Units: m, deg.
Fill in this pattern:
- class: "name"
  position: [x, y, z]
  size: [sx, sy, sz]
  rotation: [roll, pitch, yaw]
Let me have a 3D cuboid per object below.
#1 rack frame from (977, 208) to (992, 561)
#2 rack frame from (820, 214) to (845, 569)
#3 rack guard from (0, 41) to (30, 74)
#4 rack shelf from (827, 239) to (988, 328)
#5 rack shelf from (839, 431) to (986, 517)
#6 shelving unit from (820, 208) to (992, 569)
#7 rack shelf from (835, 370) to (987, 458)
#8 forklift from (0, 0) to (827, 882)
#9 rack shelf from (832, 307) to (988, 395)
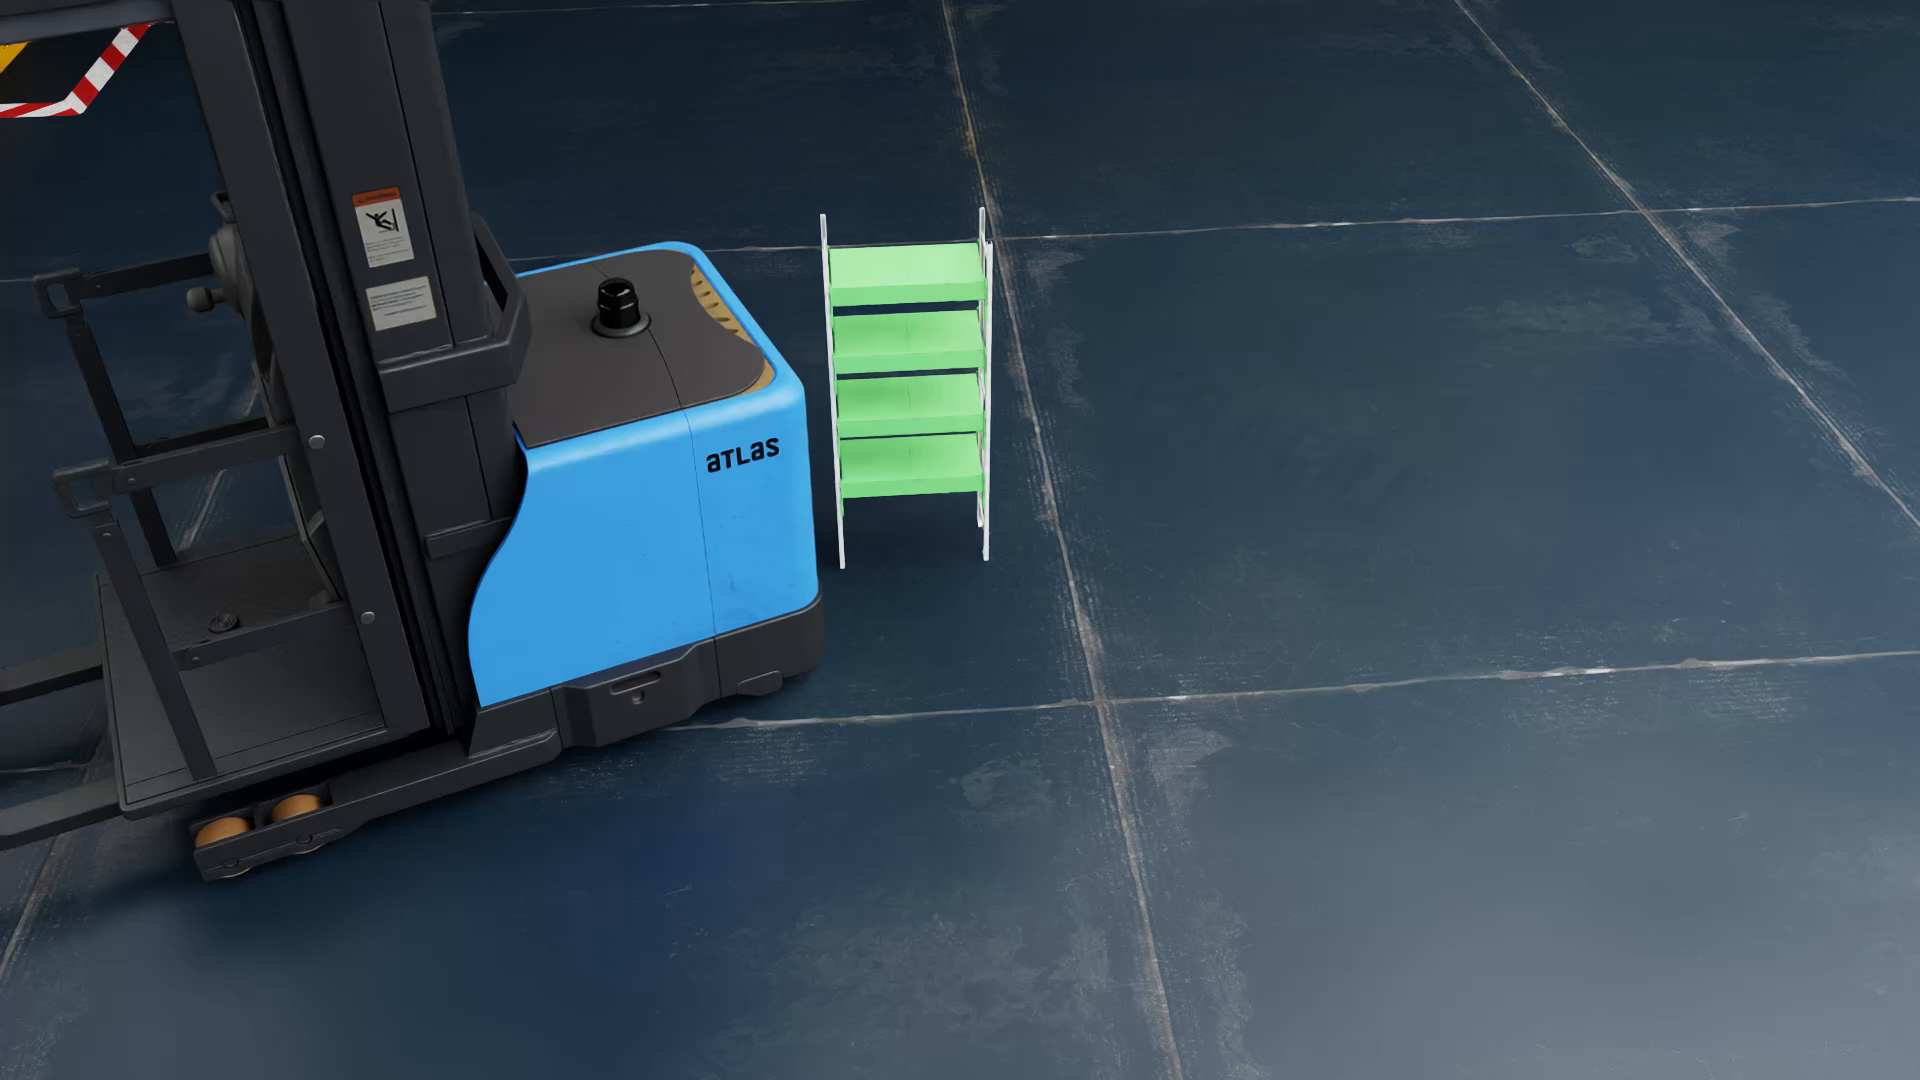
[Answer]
- class: "rack frame"
  position: [0.078, -0.475, 5.384]
  size: [0.015, 1.200, 0.240]
  rotation: [-3, 38, -4]
- class: "rack frame"
  position: [-0.408, -0.449, 5.350]
  size: [0.015, 1.200, 0.240]
  rotation: [-3, 38, -4]
- class: "rack guard"
  position: [-5.315, -2.746, 8.827]
  size: [0.348, 0.500, 1.175]
  rotation: [-3, 38, -4]
- class: "rack shelf"
  position: [-0.165, -0.789, 5.109]
  size: [0.480, 0.148, 0.258]
  rotation: [-3, 38, -4]
- class: "rack shelf"
  position: [-0.165, -0.223, 5.555]
  size: [0.480, 0.148, 0.258]
  rotation: [-3, 38, -4]
- class: "shelving unit"
  position: [-0.165, -0.462, 5.367]
  size: [0.503, 1.200, 0.258]
  rotation: [-3, 38, -4]
- class: "rack shelf"
  position: [-0.165, -0.412, 5.406]
  size: [0.480, 0.148, 0.258]
  rotation: [-3, 38, -4]
- class: "forklift"
  position: [-1.972, -0.598, 4.142]
  size: [3.031, 2.935, 1.130]
  rotation: [-17, 41, -20]
- class: "rack shelf"
  position: [-0.165, -0.600, 5.258]
  size: [0.480, 0.148, 0.258]
  rotation: [-3, 38, -4]
